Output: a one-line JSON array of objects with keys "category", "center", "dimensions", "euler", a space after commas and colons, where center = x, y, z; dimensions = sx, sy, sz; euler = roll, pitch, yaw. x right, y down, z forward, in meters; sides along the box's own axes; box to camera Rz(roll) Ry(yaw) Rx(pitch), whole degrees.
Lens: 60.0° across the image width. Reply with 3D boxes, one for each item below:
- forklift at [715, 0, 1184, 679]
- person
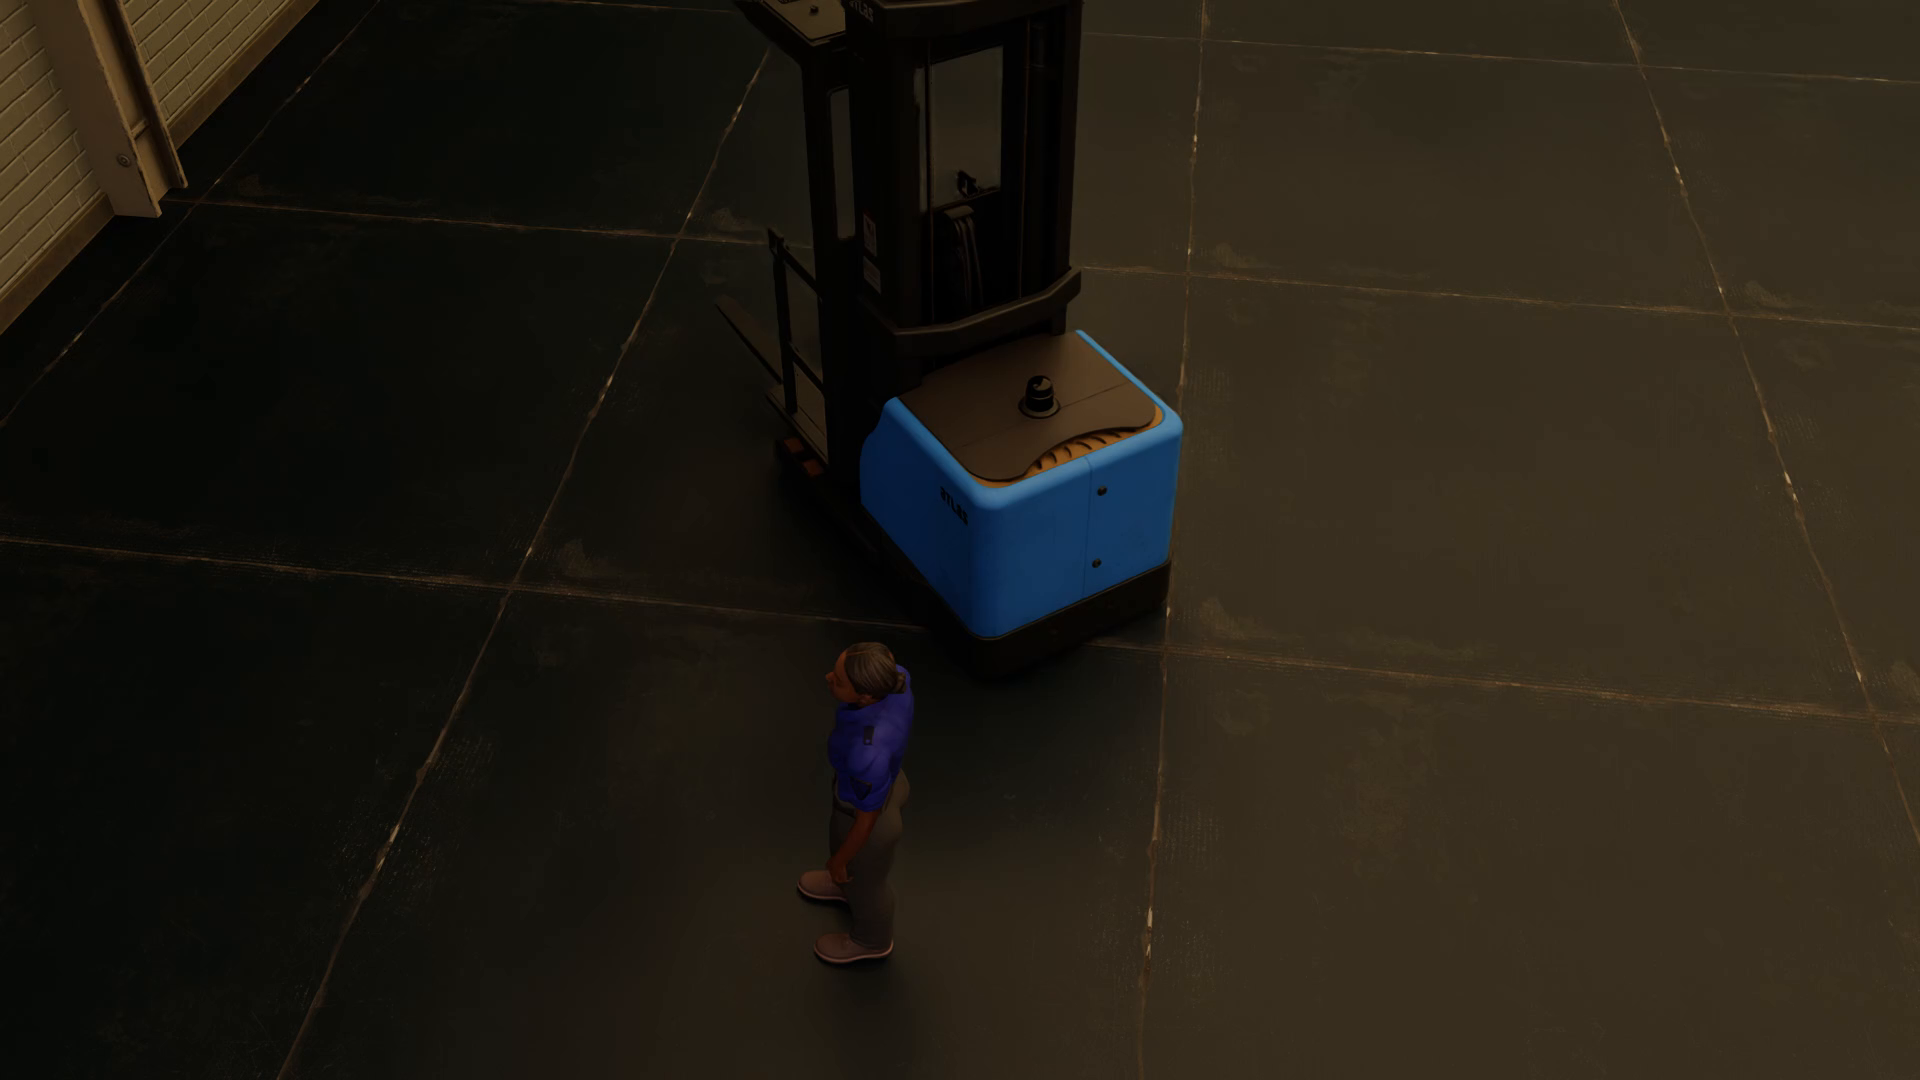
[{"category": "forklift", "center": [-0.253, -1.463, 7.317], "dimensions": [1.130, 2.935, 3.031], "euler": [-22, 47, -23]}, {"category": "person", "center": [-0.405, 0.897, 5.683], "dimensions": [0.505, 1.656, 0.563], "euler": [5, 43, 6]}]
